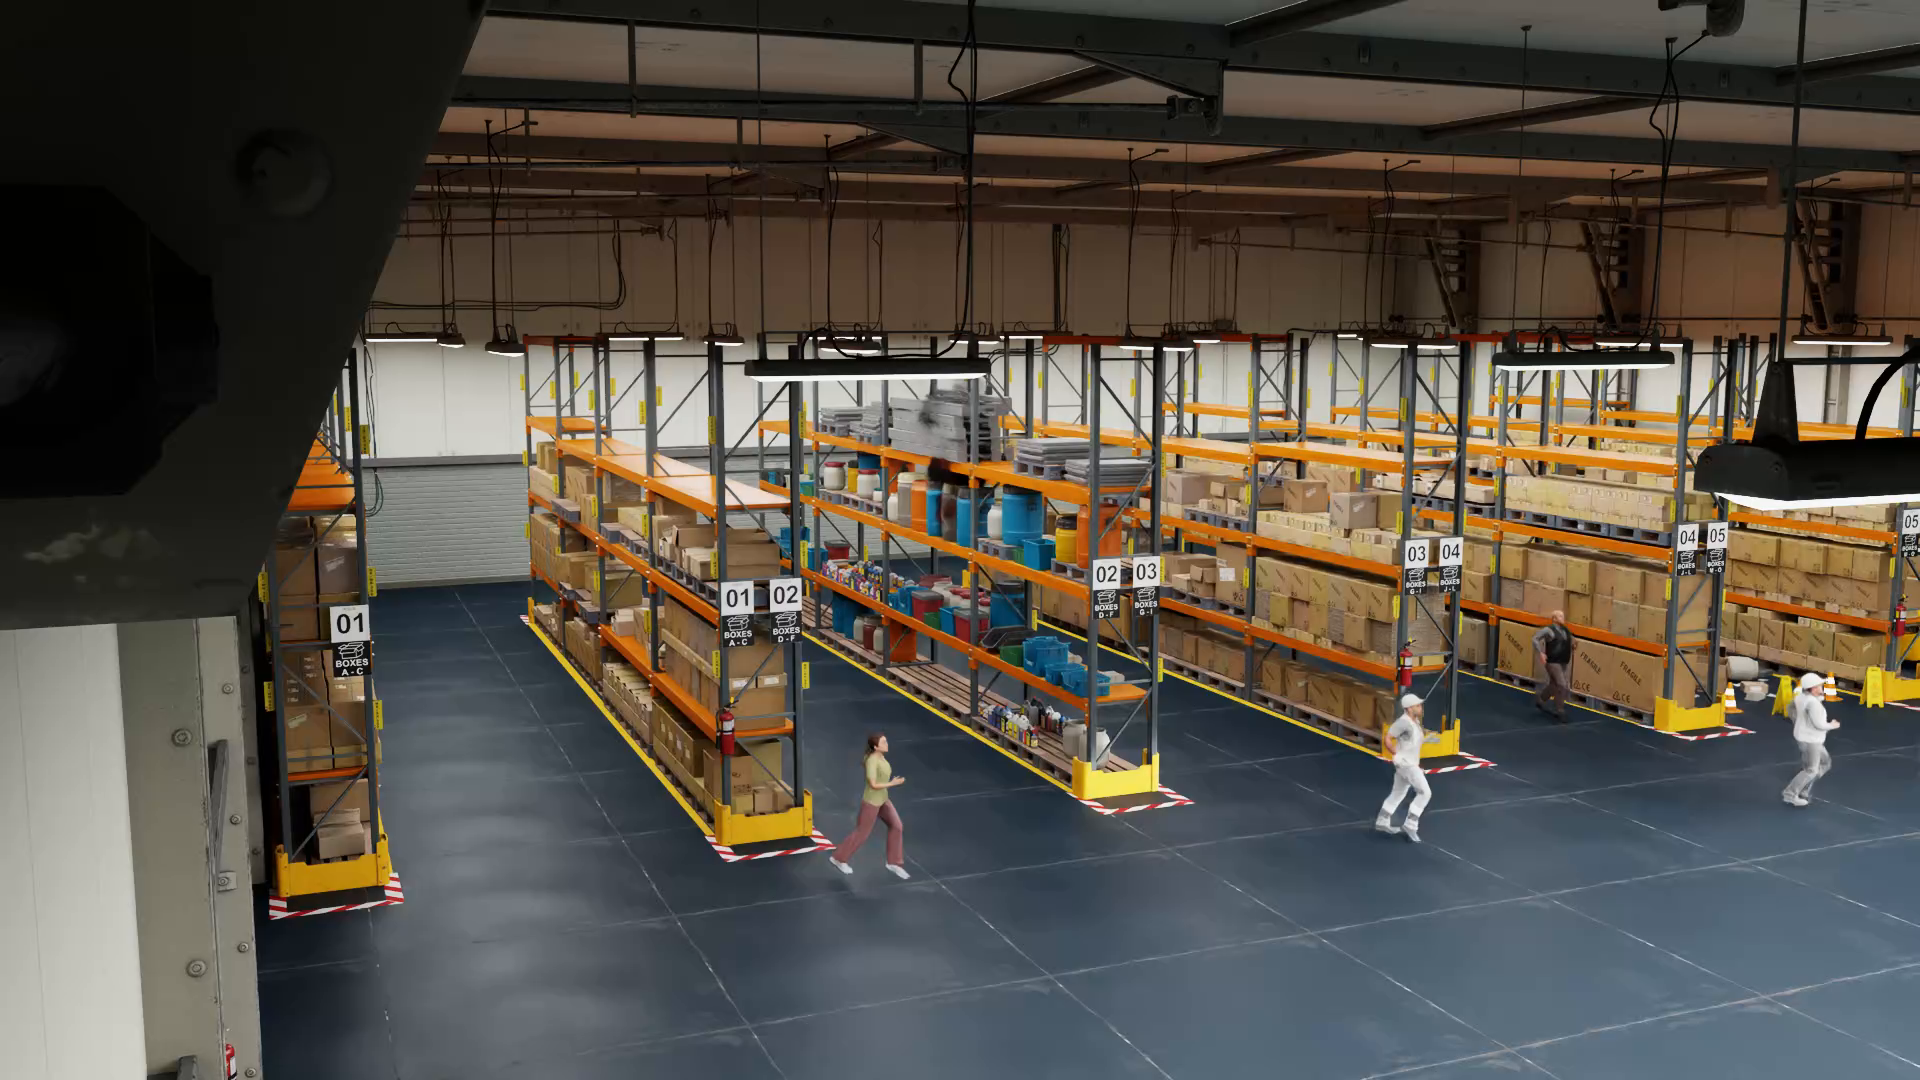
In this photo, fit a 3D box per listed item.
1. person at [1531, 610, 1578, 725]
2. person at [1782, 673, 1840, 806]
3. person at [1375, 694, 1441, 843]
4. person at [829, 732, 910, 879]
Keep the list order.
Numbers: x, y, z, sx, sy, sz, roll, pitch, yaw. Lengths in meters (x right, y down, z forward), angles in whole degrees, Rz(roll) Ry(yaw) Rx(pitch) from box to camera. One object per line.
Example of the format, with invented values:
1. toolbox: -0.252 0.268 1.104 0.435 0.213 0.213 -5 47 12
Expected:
1. person: 9.421 1.987 26.315 0.631 1.783 0.779 -5 9 -35
2. person: 11.054 2.596 21.574 0.615 1.765 0.709 2 8 13
3. person: 5.474 2.775 20.292 0.748 1.835 0.616 2 8 16
4. person: -1.021 3.007 18.873 0.899 1.709 0.584 2 8 13
